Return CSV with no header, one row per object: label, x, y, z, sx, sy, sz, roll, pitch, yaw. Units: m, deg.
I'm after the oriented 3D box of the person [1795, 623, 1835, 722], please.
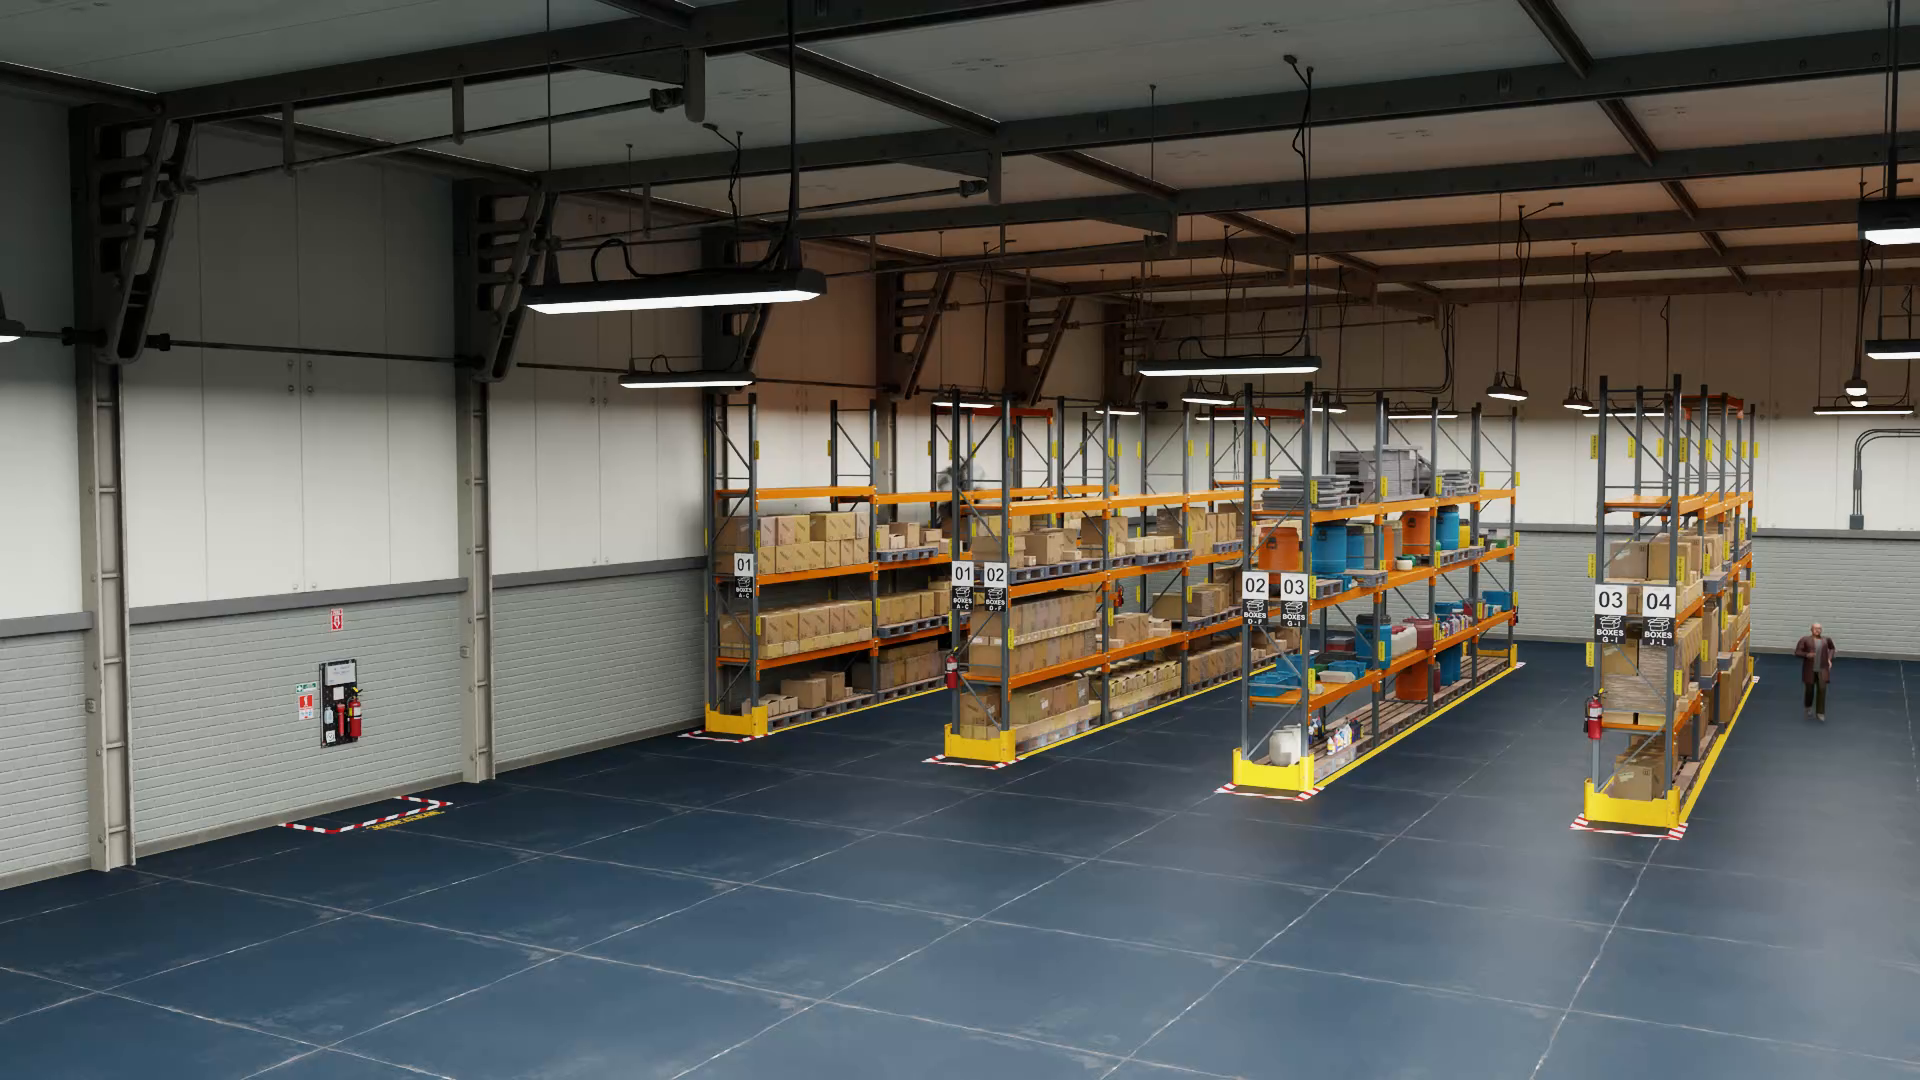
person,15.818,2.414,30.748,0.707,1.775,0.992,1,3,19
